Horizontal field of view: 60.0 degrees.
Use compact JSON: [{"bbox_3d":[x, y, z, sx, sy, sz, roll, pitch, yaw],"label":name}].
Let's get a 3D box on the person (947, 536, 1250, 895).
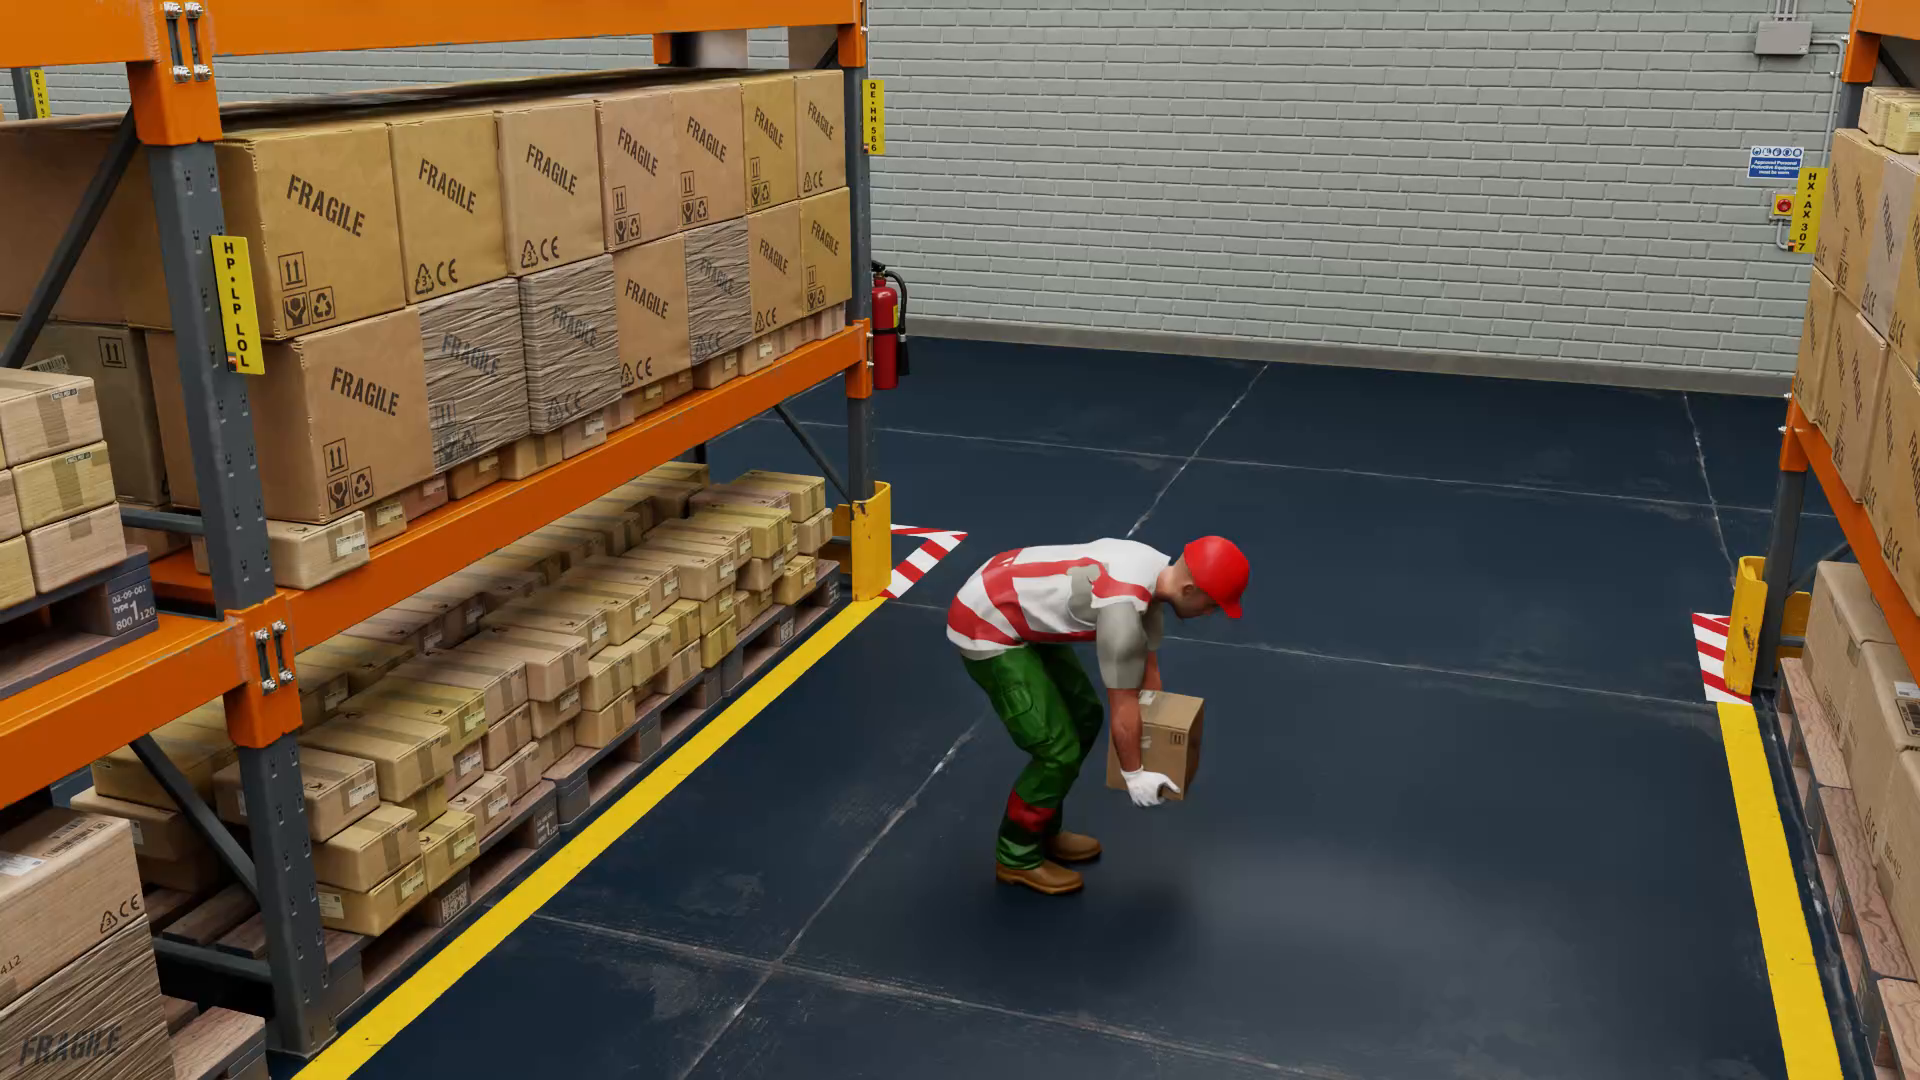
[{"bbox_3d":[0.427,0.534,5.334,0.938,1.207,0.500,5,19,16],"label":"person"}]
